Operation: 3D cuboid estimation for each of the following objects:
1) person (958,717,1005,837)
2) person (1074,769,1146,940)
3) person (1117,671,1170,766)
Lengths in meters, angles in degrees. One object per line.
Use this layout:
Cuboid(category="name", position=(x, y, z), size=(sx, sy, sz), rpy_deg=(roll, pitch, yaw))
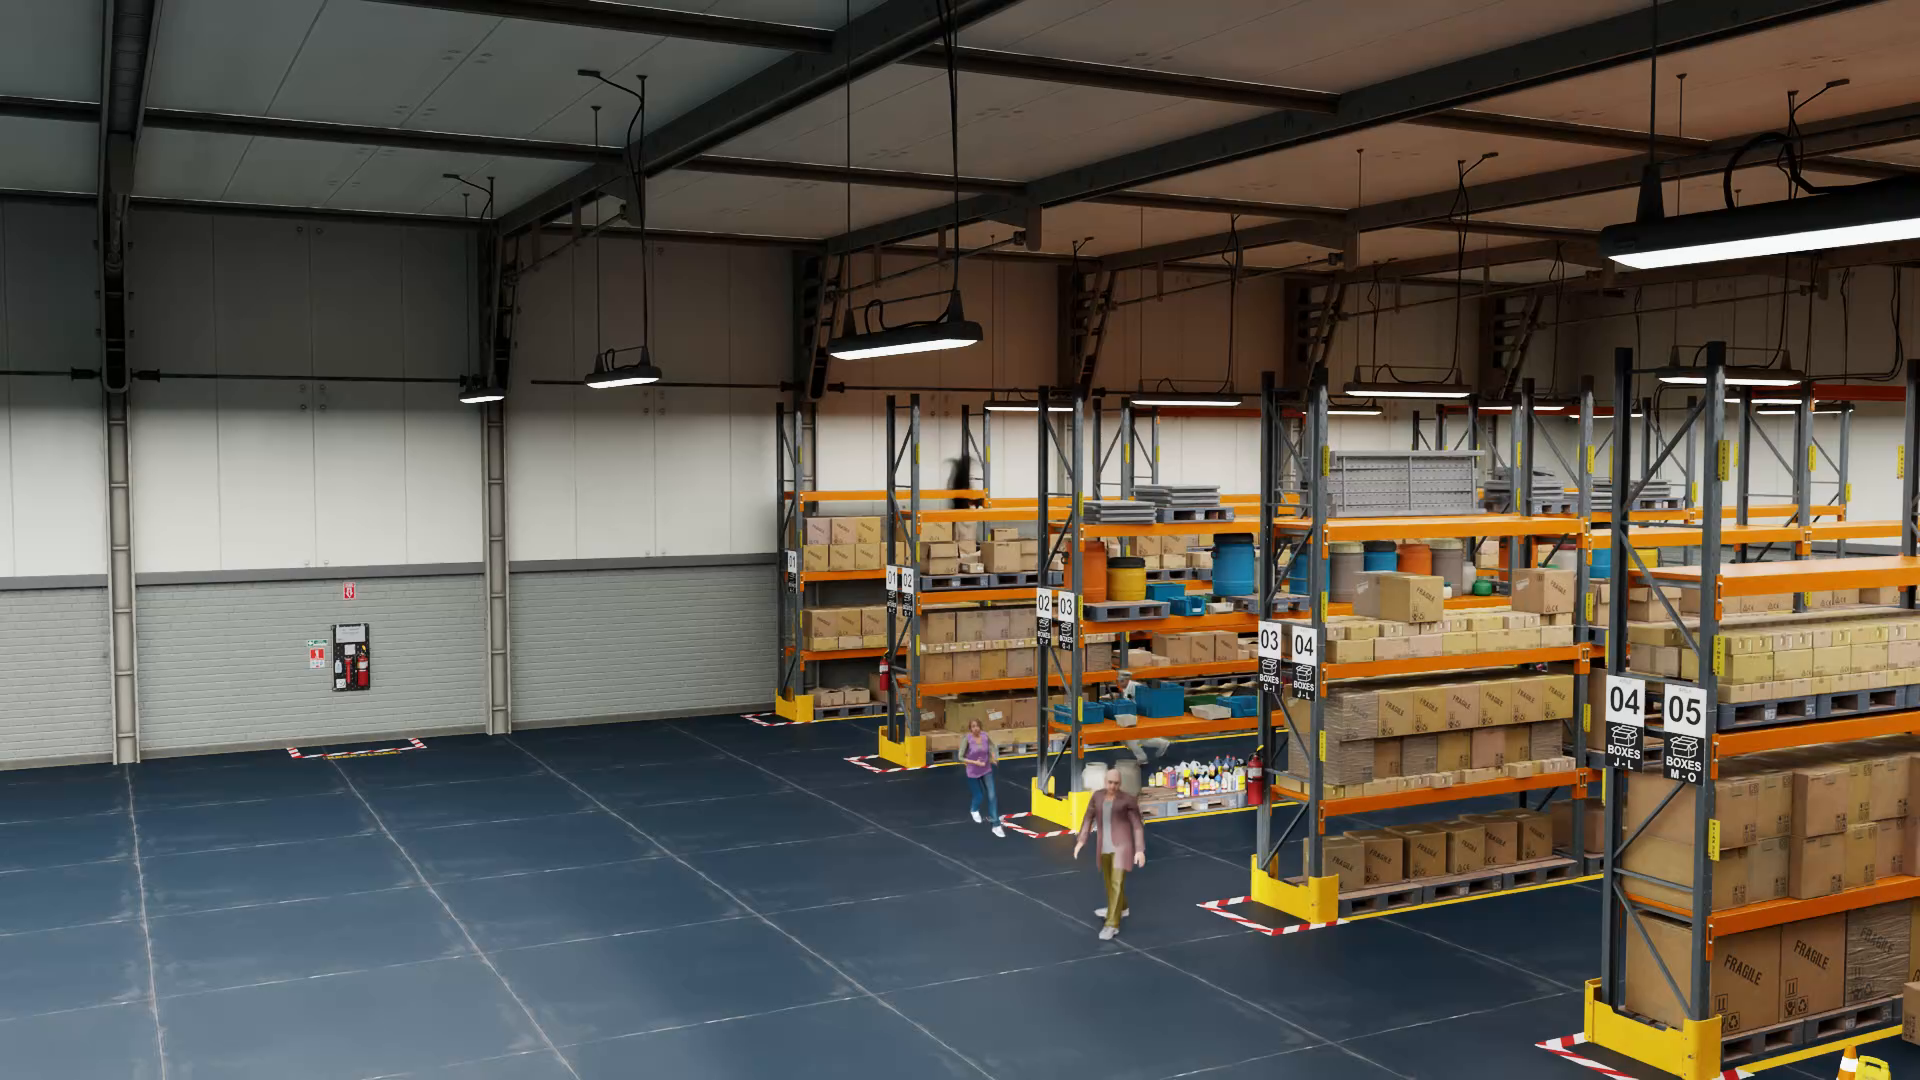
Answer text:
Cuboid(category="person", position=(0.225, 3.117, 22.175), size=(0.571, 1.560, 0.896), rpy_deg=(-1, 3, -17))
Cuboid(category="person", position=(1.616, 3.289, 17.734), size=(0.715, 1.734, 0.965), rpy_deg=(2, 4, 36))
Cuboid(category="person", position=(2.968, 2.876, 26.829), size=(0.999, 1.562, 0.667), rpy_deg=(-2, 4, -29))
